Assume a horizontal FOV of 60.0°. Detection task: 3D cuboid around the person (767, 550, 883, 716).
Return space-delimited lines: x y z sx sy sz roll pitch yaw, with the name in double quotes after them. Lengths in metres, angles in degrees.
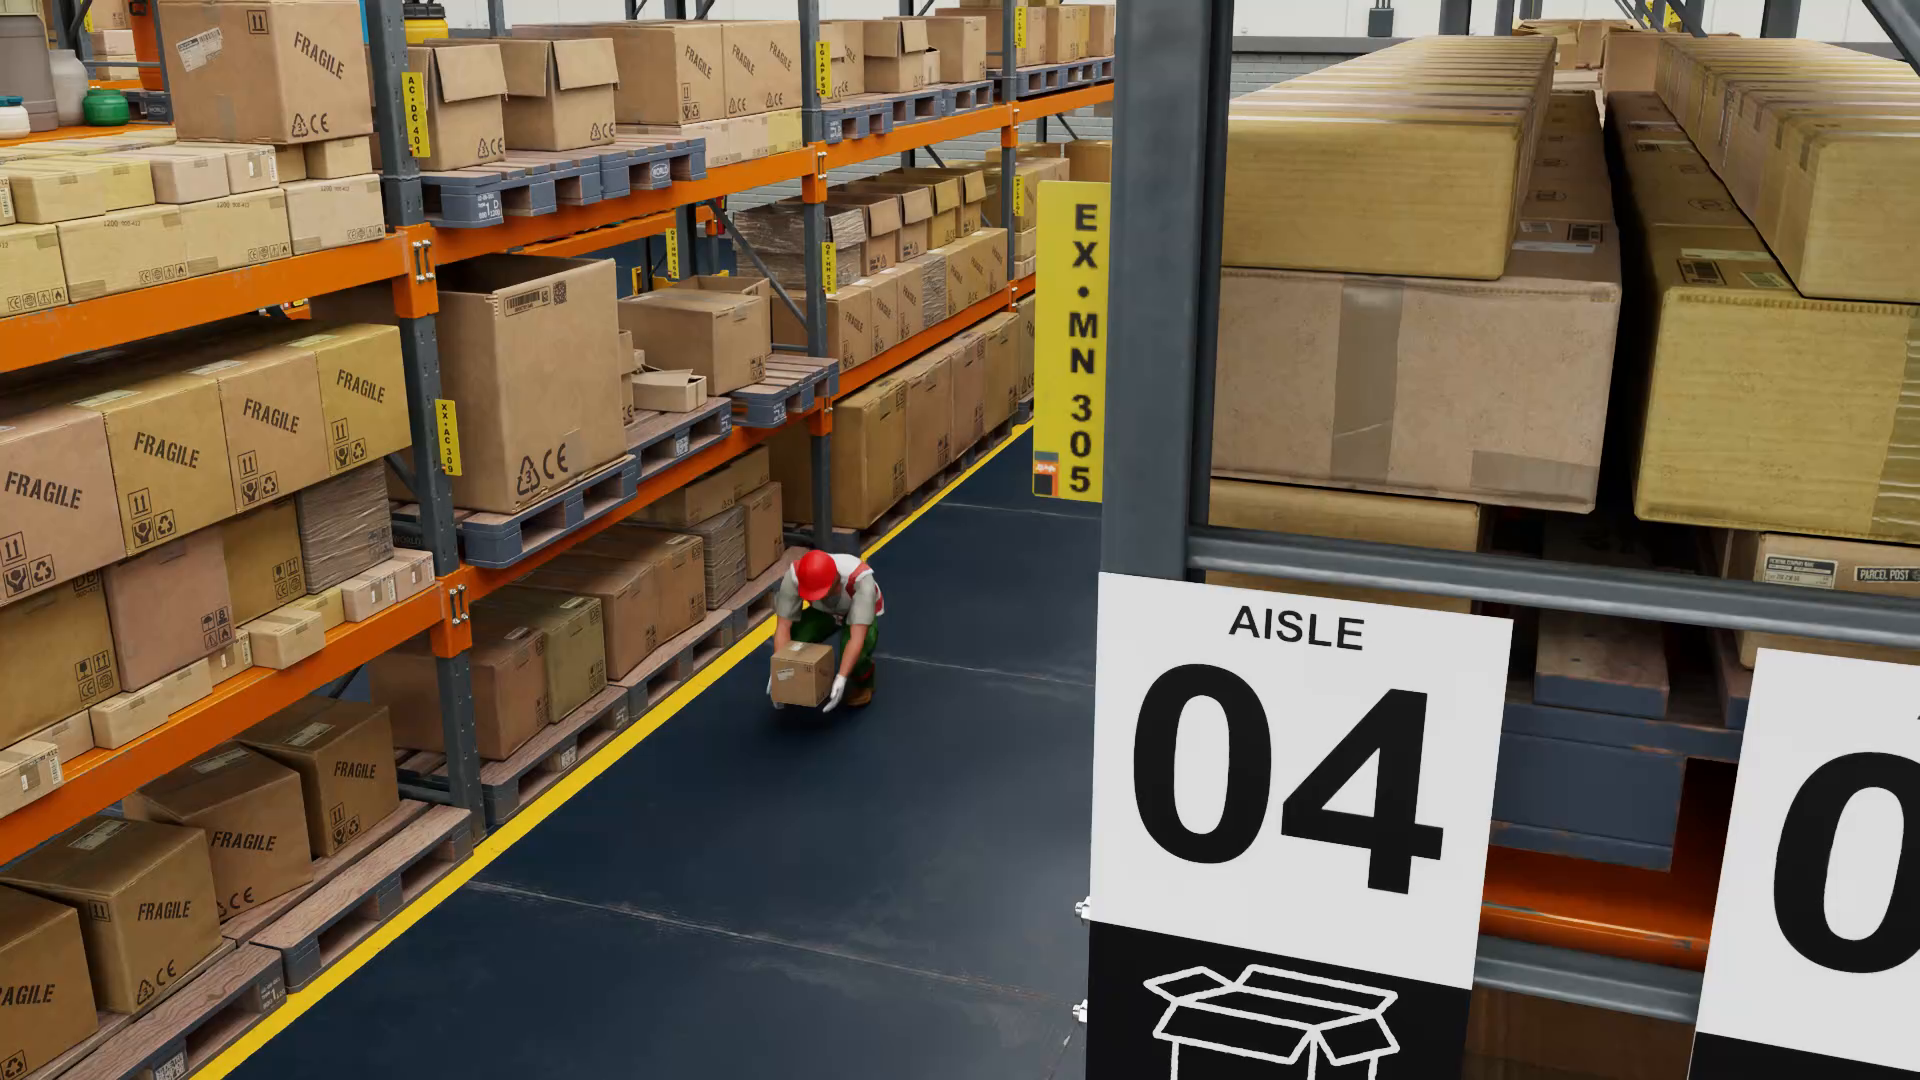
-0.695 0.446 8.964 0.568 0.988 0.882 6 19 18 "person"
